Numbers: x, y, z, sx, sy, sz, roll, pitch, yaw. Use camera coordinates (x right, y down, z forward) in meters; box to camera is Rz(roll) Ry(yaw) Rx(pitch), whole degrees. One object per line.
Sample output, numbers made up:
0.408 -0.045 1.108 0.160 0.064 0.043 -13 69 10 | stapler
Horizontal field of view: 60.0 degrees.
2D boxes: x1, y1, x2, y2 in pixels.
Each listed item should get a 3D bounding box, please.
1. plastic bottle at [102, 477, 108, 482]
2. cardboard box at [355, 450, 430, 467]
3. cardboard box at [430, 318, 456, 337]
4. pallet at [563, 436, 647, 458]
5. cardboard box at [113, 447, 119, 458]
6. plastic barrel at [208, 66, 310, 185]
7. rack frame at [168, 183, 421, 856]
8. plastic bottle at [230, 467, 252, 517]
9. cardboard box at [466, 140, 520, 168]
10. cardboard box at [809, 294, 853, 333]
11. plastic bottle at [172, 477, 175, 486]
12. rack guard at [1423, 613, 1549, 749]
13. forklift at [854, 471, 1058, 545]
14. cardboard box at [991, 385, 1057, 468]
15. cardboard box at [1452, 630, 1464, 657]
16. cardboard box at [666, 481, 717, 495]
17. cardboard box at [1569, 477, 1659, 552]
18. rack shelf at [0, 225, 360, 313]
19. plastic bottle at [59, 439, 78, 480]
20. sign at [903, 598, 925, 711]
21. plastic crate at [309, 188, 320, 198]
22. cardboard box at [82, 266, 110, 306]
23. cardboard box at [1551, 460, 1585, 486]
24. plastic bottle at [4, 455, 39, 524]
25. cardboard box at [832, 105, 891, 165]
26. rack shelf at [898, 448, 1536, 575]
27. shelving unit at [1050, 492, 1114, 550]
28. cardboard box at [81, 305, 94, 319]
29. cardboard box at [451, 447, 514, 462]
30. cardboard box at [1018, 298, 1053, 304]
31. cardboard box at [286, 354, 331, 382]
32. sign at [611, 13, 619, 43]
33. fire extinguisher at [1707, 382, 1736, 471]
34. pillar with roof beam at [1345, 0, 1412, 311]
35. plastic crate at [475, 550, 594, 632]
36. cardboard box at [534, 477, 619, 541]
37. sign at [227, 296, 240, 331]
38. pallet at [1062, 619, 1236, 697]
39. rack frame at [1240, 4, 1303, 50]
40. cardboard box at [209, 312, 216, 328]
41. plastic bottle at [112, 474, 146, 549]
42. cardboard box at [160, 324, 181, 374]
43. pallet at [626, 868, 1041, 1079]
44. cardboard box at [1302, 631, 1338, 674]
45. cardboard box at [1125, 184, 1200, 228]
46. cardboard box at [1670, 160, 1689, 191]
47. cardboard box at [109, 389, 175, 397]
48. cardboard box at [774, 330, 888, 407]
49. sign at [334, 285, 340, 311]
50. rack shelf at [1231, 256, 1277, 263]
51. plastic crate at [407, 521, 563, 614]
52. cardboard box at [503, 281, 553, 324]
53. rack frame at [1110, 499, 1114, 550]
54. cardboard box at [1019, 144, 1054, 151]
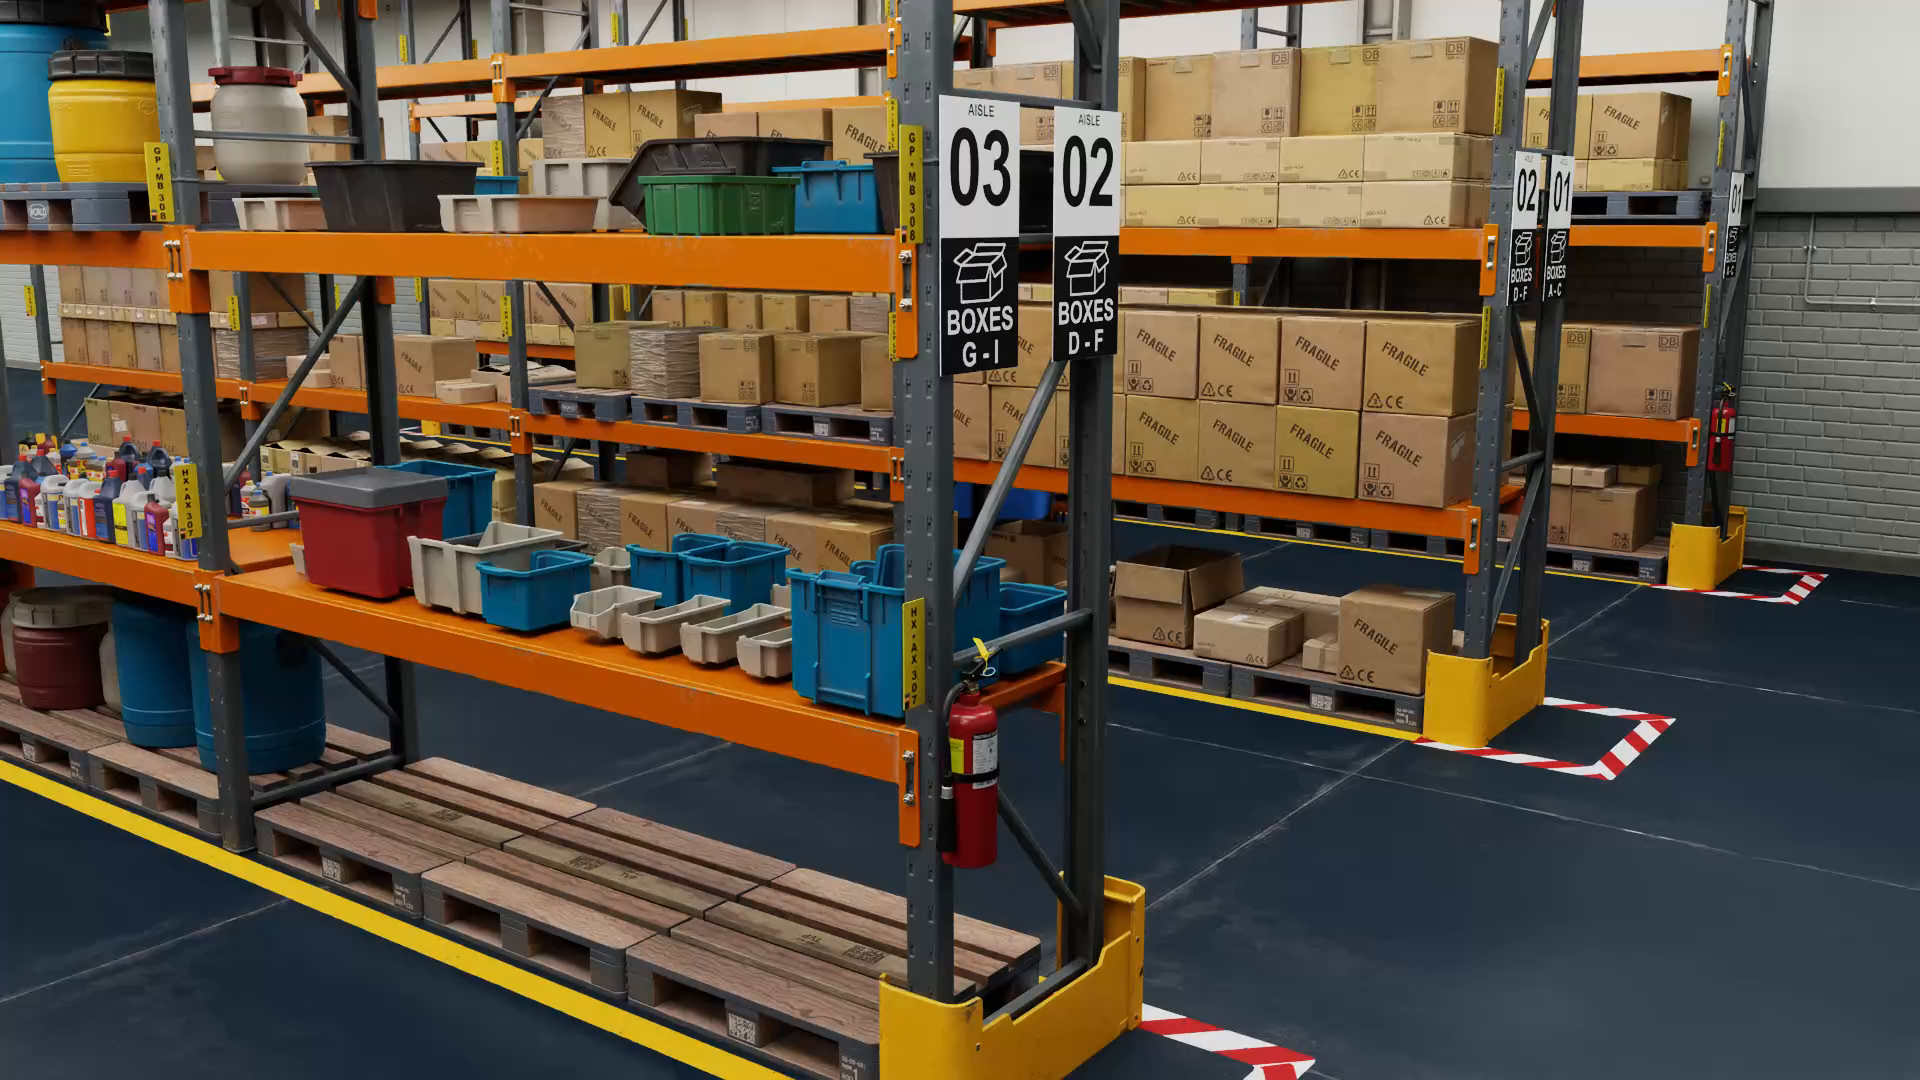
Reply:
-4.308 -0.182 8.410 0.097 0.271 0.097 0 11 0 | plastic bottle
-5.136 -0.648 15.137 0.500 0.311 0.500 8 14 37 | cardboard box
-6.651 -2.814 22.023 0.500 0.250 0.500 7 13 34 | cardboard box
-4.195 -1.233 20.848 1.213 0.211 1.003 8 13 36 | pallet
-8.677 -0.873 17.778 0.500 0.250 0.500 8 13 36 | cardboard box
-3.324 -1.959 7.898 0.433 0.535 0.433 0 11 0 | plastic barrel
-3.048 -0.116 7.732 0.127 3.000 1.000 8 13 36 | rack frame
-3.807 -0.265 8.810 0.133 0.283 0.061 8 13 36 | plastic bottle
-5.896 -4.804 21.117 0.500 0.500 0.500 8 14 37 | cardboard box
-1.260 -2.457 18.413 0.500 0.500 0.700 6 13 30 | cardboard box
-4.032 -0.246 8.732 0.135 0.276 0.152 8 13 36 | plastic bottle
3.049 0.795 9.606 0.348 0.500 1.175 8 13 36 | rack guard
-0.674 -1.456 14.839 3.031 2.935 1.130 2 11 10 | forklift
0.551 -0.767 10.833 0.500 0.500 0.500 8 14 37 | cardboard box
2.976 0.660 10.069 0.250 0.149 0.380 8 13 36 | cardboard box
-2.028 -0.185 13.511 0.500 0.500 0.500 7 13 34 | cardboard box
5.416 -0.225 13.772 0.500 0.500 0.700 8 13 36 | cardboard box
-4.660 -1.460 8.677 4.000 0.370 1.077 8 13 36 | rack shelf
-5.269 -0.459 9.842 0.097 0.271 0.097 0 11 0 | plastic bottle
-0.137 0.340 4.947 0.005 0.325 0.100 8 13 36 | sign
-2.528 -1.483 7.460 0.662 0.188 0.450 8 13 36 | plastic crate
-8.947 -2.790 17.877 0.500 0.500 0.700 8 13 34 | cardboard box
4.998 -0.559 13.789 0.250 0.149 0.380 8 14 37 | cardboard box
-4.871 -0.269 8.652 0.185 0.351 0.144 8 13 36 | plastic bottle
-0.476 -2.719 11.657 0.600 0.600 0.600 6 13 30 | cardboard box
1.499 -0.296 10.555 4.000 0.370 1.077 8 13 36 | rack shelf
1.071 -0.514 14.525 0.503 1.200 0.258 7 13 32 | shelving unit
-9.182 -2.456 17.856 0.250 0.149 0.380 8 14 36 | cardboard box
-4.424 -0.674 15.275 0.500 0.311 0.500 7 13 34 | cardboard box
0.447 -1.397 11.456 0.500 0.500 0.500 8 14 36 | cardboard box
-6.139 -1.651 16.061 0.500 0.250 0.500 9 14 39 | cardboard box
-3.968 -5.894 19.136 0.005 0.325 0.100 8 13 36 | sign
5.888 -0.874 12.837 0.183 0.674 0.296 8 13 36 | fire extinguisher
1.344 -3.973 11.873 0.400 9.000 9.100 8 13 36 | pillar with roof beam
-1.631 0.195 6.408 0.300 0.233 0.416 8 13 36 | plastic crate
-3.140 -0.217 13.679 0.500 0.500 0.500 9 14 38 | cardboard box
-6.889 -2.152 15.769 0.005 0.325 0.100 8 13 36 | sign
1.427 0.710 10.806 1.213 0.211 1.003 8 13 36 | pallet
2.816 -4.578 15.002 0.127 3.000 1.000 8 13 36 | rack frame
-7.318 -2.196 16.511 0.250 0.149 0.380 7 13 34 | cardboard box
-3.983 -0.145 8.012 0.185 0.351 0.144 8 13 36 | plastic bottle
-7.754 -1.987 17.138 0.500 0.500 0.700 8 14 36 | cardboard box
-0.466 1.604 6.182 1.213 0.211 1.003 8 13 36 | pallet
2.253 0.668 9.980 0.250 0.166 0.380 8 13 36 | cardboard box
1.340 -2.011 10.027 0.500 0.250 0.500 8 13 36 | cardboard box
5.597 -2.957 13.545 0.500 0.250 0.500 9 14 38 | cardboard box
-9.177 -1.433 18.697 0.500 0.500 0.500 8 13 36 | cardboard box
-0.955 -1.284 12.402 0.700 0.500 0.500 -11 15 -44 | cardboard box
-6.248 -2.387 16.631 0.005 0.325 0.100 8 13 36 | sign
1.204 -2.977 16.517 4.000 0.370 1.077 8 13 36 | rack shelf
-1.927 0.113 6.704 0.530 0.282 0.437 8 13 36 | plastic crate
-5.421 -3.014 21.080 0.500 0.500 0.500 8 14 37 | cardboard box
1.276 -0.488 14.395 0.015 1.200 0.240 7 13 32 | rack frame
0.536 -2.370 10.563 0.500 0.250 0.500 8 13 36 | cardboard box
